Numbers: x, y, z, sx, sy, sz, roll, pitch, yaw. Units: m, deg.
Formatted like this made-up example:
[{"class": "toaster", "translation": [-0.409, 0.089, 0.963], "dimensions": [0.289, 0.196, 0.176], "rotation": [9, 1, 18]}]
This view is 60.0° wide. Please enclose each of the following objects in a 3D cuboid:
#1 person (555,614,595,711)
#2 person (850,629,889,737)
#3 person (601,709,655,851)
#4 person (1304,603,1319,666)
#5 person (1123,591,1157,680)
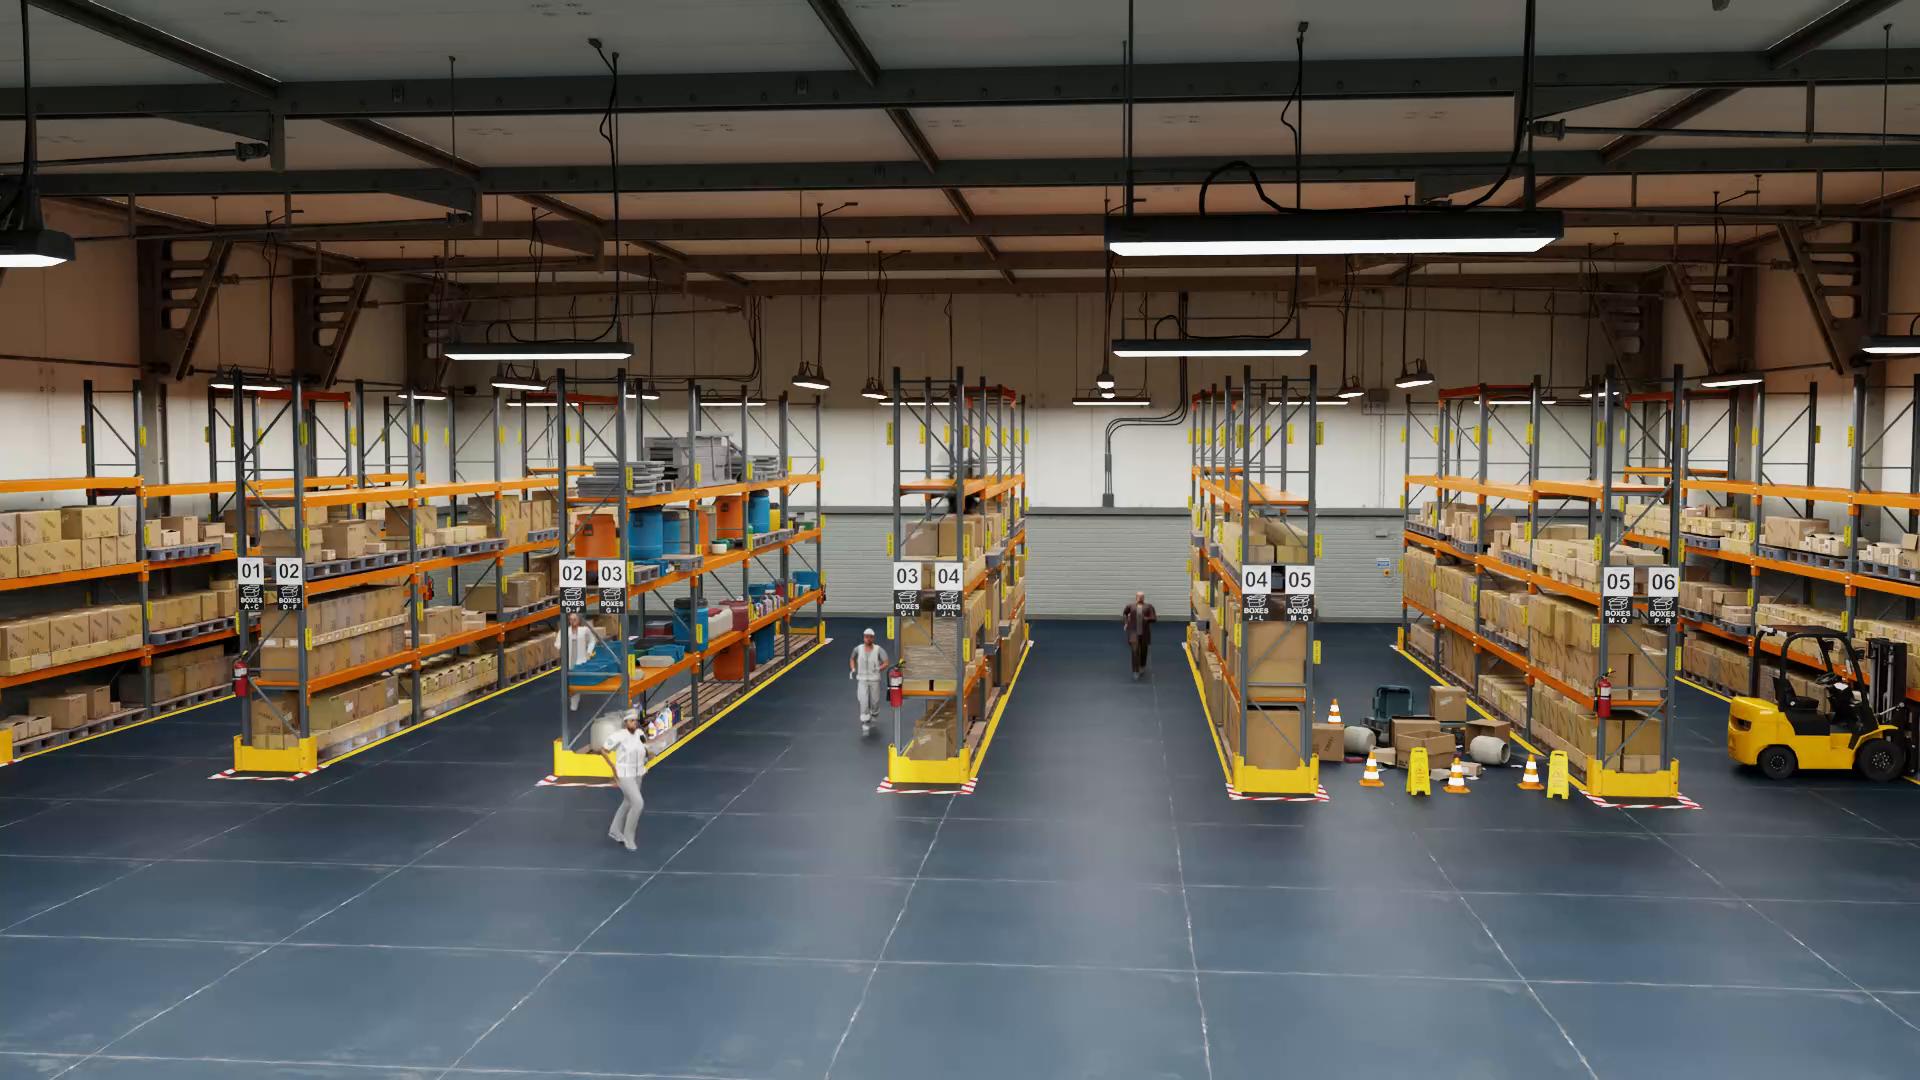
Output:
[{"class": "person", "translation": [-7.080, 2.223, 30.566], "dimensions": [0.718, 1.746, 0.833], "rotation": [0, 4, -6]}, {"class": "person", "translation": [-1.517, 2.365, 27.837], "dimensions": [0.673, 1.777, 0.872], "rotation": [0, 4, 1]}, {"class": "person", "translation": [-4.014, 2.918, 20.303], "dimensions": [0.717, 1.749, 0.545], "rotation": [2, 4, 35]}, {"class": "person", "translation": [7.424, 1.907, 36.104], "dimensions": [0.621, 1.772, 0.831], "rotation": [0, 4, 0]}, {"class": "person", "translation": [3.721, 1.944, 34.442], "dimensions": [0.695, 1.780, 1.046], "rotation": [0, 4, 4]}]
